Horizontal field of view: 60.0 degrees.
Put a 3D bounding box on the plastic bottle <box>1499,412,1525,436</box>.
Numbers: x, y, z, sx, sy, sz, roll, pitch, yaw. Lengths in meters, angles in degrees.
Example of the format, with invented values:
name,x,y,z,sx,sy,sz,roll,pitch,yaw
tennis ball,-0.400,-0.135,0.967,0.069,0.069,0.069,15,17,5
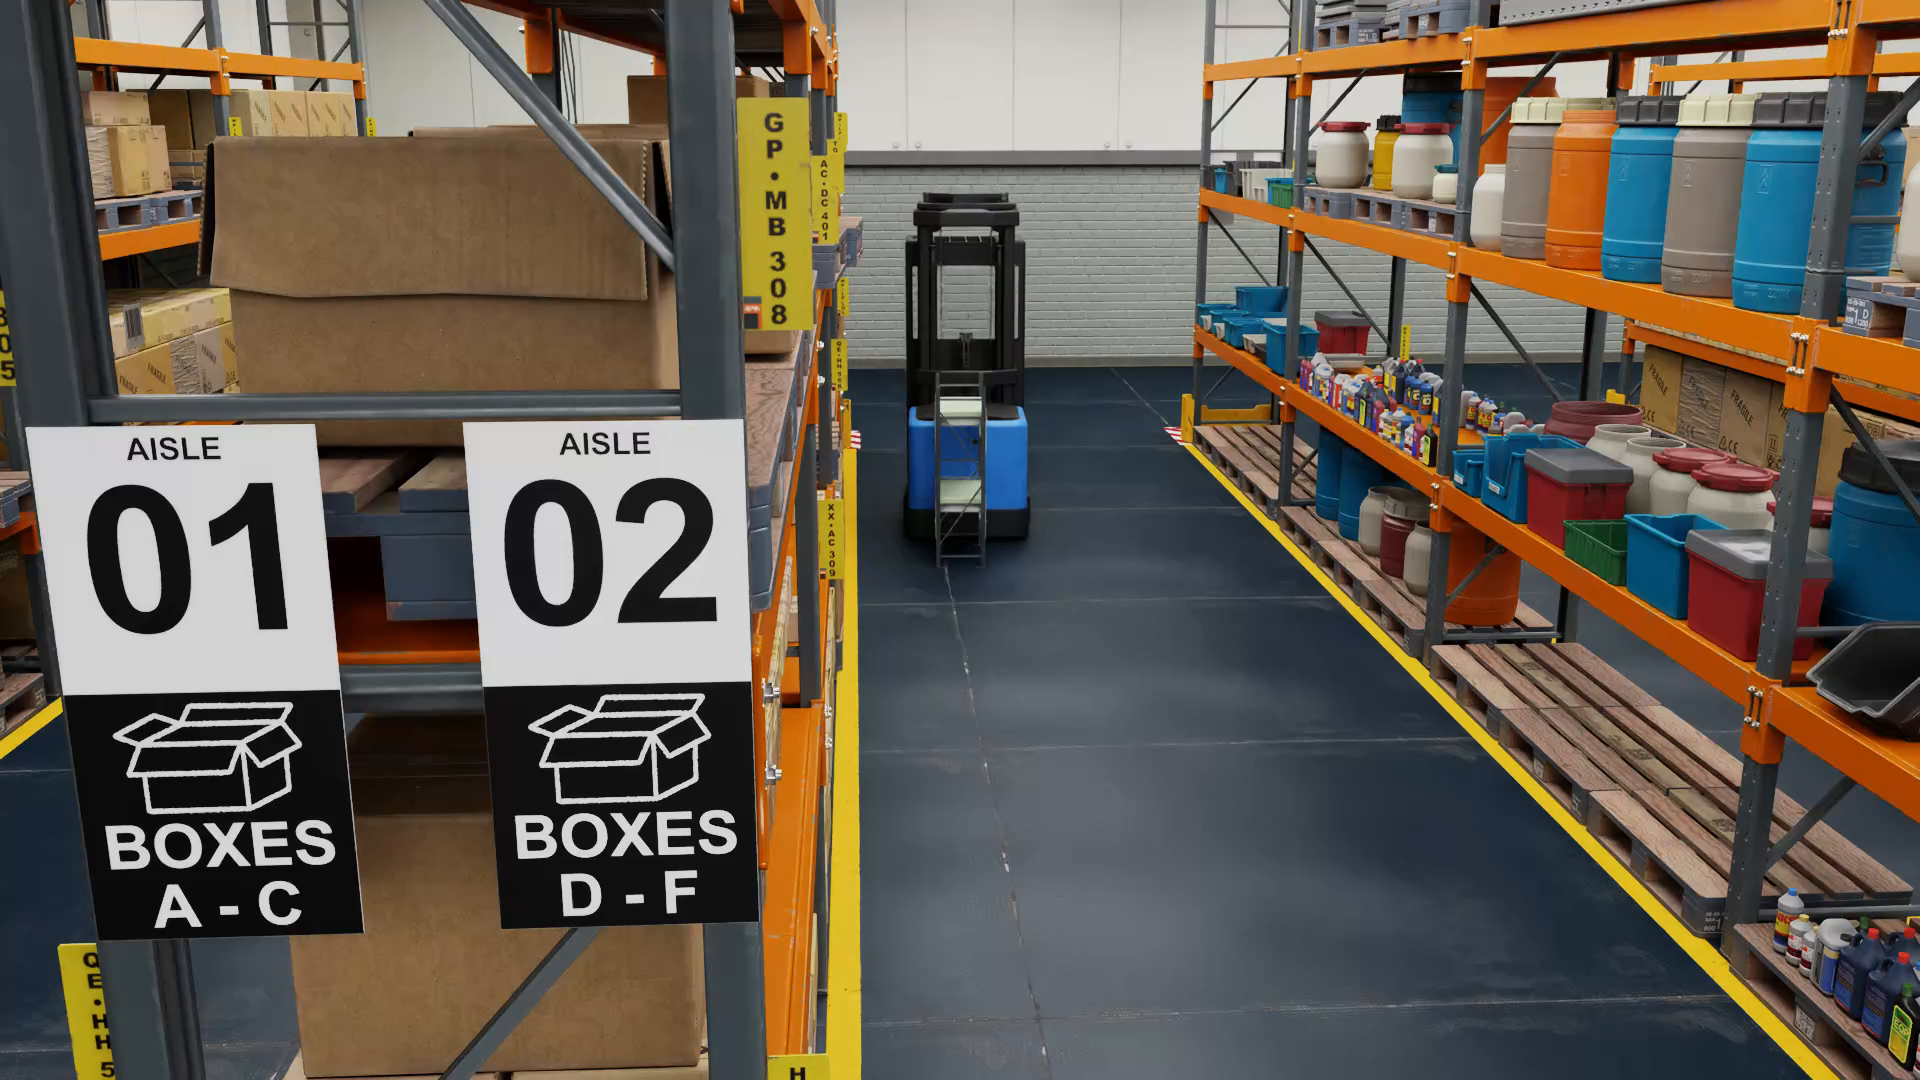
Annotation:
name,x,y,z,sx,sy,sz,roll,pitch,yaw
plastic bottle,3.899,-0.773,11.760,0.152,0.276,0.135,-1,14,-3

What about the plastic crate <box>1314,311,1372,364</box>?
name,x,y,z,sx,sy,sz,roll,pitch,yaw
plastic crate,3.579,-1.886,15.589,0.402,0.464,0.583,-1,14,-3

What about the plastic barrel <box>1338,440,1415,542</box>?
name,x,y,z,sx,sy,sz,roll,pitch,yaw
plastic barrel,3.444,-0.476,13.724,0.600,0.901,0.708,-1,14,-3

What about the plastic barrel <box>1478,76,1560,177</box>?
name,x,y,z,sx,sy,sz,roll,pitch,yaw
plastic barrel,3.600,-2.611,10.929,0.600,0.830,0.708,-1,14,-3

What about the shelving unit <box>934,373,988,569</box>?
name,x,y,z,sx,sy,sz,roll,pitch,yaw
shelving unit,0.000,-0.586,13.795,0.431,1.500,0.755,0,14,-1

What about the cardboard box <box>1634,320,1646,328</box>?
name,x,y,z,sx,sy,sz,roll,pitch,yaw
cardboard box,7.772,-2.456,18.558,0.380,0.149,0.250,-1,14,-3

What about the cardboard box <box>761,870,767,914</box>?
name,x,y,z,sx,sy,sz,roll,pitch,yaw
cardboard box,-0.931,0.910,4.769,0.700,0.500,0.500,0,14,-2

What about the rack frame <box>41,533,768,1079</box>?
name,x,y,z,sx,sy,sz,roll,pitch,yaw
rack frame,-0.817,1.460,2.833,1.000,3.000,0.127,-1,14,-3

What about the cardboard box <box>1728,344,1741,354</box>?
name,x,y,z,sx,sy,sz,roll,pitch,yaw
cardboard box,7.902,-1.945,16.572,0.380,0.149,0.250,-1,14,-4

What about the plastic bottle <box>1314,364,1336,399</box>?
name,x,y,z,sx,sy,sz,roll,pitch,yaw
plastic bottle,3.055,-1.328,13.918,0.152,0.276,0.135,-1,14,-3

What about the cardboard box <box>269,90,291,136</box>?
name,x,y,z,sx,sy,sz,roll,pitch,yaw
cardboard box,-6.306,-3.752,14.821,0.500,0.500,0.500,-1,14,-5

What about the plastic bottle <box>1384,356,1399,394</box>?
name,x,y,z,sx,sy,sz,roll,pitch,yaw
plastic bottle,3.624,-1.351,13.855,0.144,0.351,0.185,-1,14,-3

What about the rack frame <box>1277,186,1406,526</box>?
name,x,y,z,sx,sy,sz,roll,pitch,yaw
rack frame,3.384,-1.600,14.726,1.000,3.000,0.127,-1,14,-3

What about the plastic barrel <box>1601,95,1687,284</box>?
name,x,y,z,sx,sy,sz,roll,pitch,yaw
plastic barrel,3.550,-1.755,8.300,0.600,0.901,0.708,-1,14,-3

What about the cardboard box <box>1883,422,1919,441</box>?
name,x,y,z,sx,sy,sz,roll,pitch,yaw
cardboard box,8.443,-0.470,13.755,1.225,0.875,0.875,-1,14,-5

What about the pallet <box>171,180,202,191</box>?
name,x,y,z,sx,sy,sz,roll,pitch,yaw
pallet,-6.544,-3.061,14.561,1.003,0.211,1.213,-1,14,-3

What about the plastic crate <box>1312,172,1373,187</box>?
name,x,y,z,sx,sy,sz,roll,pitch,yaw
plastic crate,3.581,-3.303,15.586,0.497,0.269,0.590,-1,14,-3

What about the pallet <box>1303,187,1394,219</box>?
name,x,y,z,sx,sy,sz,roll,pitch,yaw
pallet,3.530,-2.768,13.624,1.213,0.211,1.003,-1,14,-3

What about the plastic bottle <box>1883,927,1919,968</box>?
name,x,y,z,sx,sy,sz,roll,pitch,yaw
plastic bottle,3.659,1.664,6.472,0.144,0.351,0.185,-1,14,-3

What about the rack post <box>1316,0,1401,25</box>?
name,x,y,z,sx,sy,sz,roll,pitch,yaw
rack post,3.405,-4.259,13.172,0.937,0.300,0.954,-1,14,-4

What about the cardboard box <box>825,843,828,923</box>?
name,x,y,z,sx,sy,sz,roll,pitch,yaw
cardboard box,-0.842,1.489,7.395,0.500,0.250,0.500,-1,14,-5

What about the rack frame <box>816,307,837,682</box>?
name,x,y,z,sx,sy,sz,roll,pitch,yaw
rack frame,-1.312,-0.530,10.566,1.000,3.000,0.127,-1,14,-3

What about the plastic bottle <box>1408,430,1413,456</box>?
name,x,y,z,sx,sy,sz,roll,pitch,yaw
plastic bottle,3.178,-0.690,11.586,0.097,0.201,0.097,0,14,0

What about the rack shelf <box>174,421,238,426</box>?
name,x,y,z,sx,sy,sz,roll,pitch,yaw
rack shelf,-6.380,-0.602,12.288,1.077,0.370,4.000,-1,14,-3

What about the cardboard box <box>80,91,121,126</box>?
name,x,y,z,sx,sy,sz,roll,pitch,yaw
cardboard box,-6.531,-3.167,12.206,0.500,0.250,0.500,-1,14,-5

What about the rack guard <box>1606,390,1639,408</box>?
name,x,y,z,sx,sy,sz,roll,pitch,yaw
rack guard,8.078,-1.467,19.224,1.175,0.500,0.348,-1,14,-3

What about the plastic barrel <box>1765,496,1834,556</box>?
name,x,y,z,sx,sy,sz,roll,pitch,yaw
plastic barrel,4.039,0.082,7.914,0.433,0.535,0.433,0,14,0

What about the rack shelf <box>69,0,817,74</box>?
name,x,y,z,sx,sy,sz,roll,pitch,yaw
rack shelf,-0.941,-1.401,4.159,1.077,0.370,4.000,-1,14,-3

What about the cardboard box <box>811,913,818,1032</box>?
name,x,y,z,sx,sy,sz,roll,pitch,yaw
cardboard box,-0.818,1.705,6.555,0.500,0.250,0.500,-1,14,-3

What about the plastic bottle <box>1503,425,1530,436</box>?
name,x,y,z,sx,sy,sz,roll,pitch,yaw
plastic bottle,3.776,-0.656,11.304,0.152,0.276,0.135,-1,14,-3

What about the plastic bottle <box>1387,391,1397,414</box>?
name,x,y,z,sx,sy,sz,roll,pitch,yaw
plastic bottle,3.243,-0.975,12.532,0.061,0.283,0.133,-1,14,-3

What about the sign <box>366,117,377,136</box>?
name,x,y,z,sx,sy,sz,roll,pitch,yaw
sign,-6.209,-4.290,17.543,0.100,0.325,0.005,-1,14,-3

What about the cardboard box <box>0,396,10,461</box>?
name,x,y,z,sx,sy,sz,roll,pitch,yaw
cardboard box,-6.031,-0.779,10.698,0.500,0.500,0.500,0,14,-2

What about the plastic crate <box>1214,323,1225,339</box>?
name,x,y,z,sx,sy,sz,roll,pitch,yaw
plastic crate,2.802,-2.180,17.389,0.250,0.136,0.298,-1,14,-3

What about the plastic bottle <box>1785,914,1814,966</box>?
name,x,y,z,sx,sy,sz,roll,pitch,yaw
plastic bottle,3.468,1.643,6.855,0.097,0.201,0.097,0,14,0

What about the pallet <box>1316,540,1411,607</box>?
name,x,y,z,sx,sy,sz,roll,pitch,yaw
pallet,3.469,0.247,13.143,1.003,0.211,1.213,-1,14,-3

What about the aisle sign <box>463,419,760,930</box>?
name,x,y,z,sx,sy,sz,roll,pitch,yaw
aisle sign,-0.507,0.212,2.464,0.394,0.787,0.004,-1,14,-3

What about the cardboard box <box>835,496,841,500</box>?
name,x,y,z,sx,sy,sz,roll,pitch,yaw
cardboard box,-1.157,-0.035,12.775,0.500,0.500,0.500,-1,14,-5

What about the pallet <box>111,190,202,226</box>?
name,x,y,z,sx,sy,sz,roll,pitch,yaw
pallet,-6.398,-2.580,12.899,0.805,0.209,1.217,-1,15,-6

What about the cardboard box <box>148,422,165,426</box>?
name,x,y,z,sx,sy,sz,roll,pitch,yaw
cardboard box,-6.161,-0.873,12.363,0.380,0.149,0.250,0,14,-2

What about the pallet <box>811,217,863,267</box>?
name,x,y,z,sx,sy,sz,roll,pitch,yaw
pallet,-1.181,-1.724,9.565,1.213,0.211,1.003,0,14,-1

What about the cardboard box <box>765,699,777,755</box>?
name,x,y,z,sx,sy,sz,roll,pitch,yaw
cardboard box,-0.737,0.548,4.873,0.380,0.149,0.250,0,14,-2

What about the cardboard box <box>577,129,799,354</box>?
name,x,y,z,sx,sy,sz,roll,pitch,yaw
cardboard box,-0.647,-0.730,3.999,0.500,0.500,0.500,-1,14,-3

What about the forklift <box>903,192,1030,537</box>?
name,x,y,z,sx,sy,sz,roll,pitch,yaw
forklift,0.044,-1.756,15.469,1.130,2.935,3.031,0,14,-1

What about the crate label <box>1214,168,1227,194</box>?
name,x,y,z,sx,sy,sz,roll,pitch,yaw
crate label,2.871,-3.741,17.326,0.408,0.251,0.502,-1,14,-3

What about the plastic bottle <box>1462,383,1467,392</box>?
name,x,y,z,sx,sy,sz,roll,pitch,yaw
plastic bottle,3.836,-1.079,12.799,0.144,0.351,0.185,-1,14,-3

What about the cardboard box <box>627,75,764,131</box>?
name,x,y,z,sx,sy,sz,roll,pitch,yaw
cardboard box,-1.063,-1.636,6.798,0.500,0.500,0.500,-1,14,-3

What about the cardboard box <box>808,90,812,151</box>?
name,x,y,z,sx,sy,sz,roll,pitch,yaw
cardboard box,-1.628,-3.630,14.390,0.700,0.500,0.500,-1,14,-3

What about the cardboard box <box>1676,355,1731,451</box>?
name,x,y,z,sx,sy,sz,roll,pitch,yaw
cardboard box,8.255,-1.462,17.609,0.875,0.875,0.875,-1,14,-3

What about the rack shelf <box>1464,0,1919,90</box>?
name,x,y,z,sx,sy,sz,roll,pitch,yaw
rack shelf,3.756,-2.471,8.319,1.077,0.370,4.000,-1,14,-3

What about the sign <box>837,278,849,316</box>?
name,x,y,z,sx,sy,sz,roll,pitch,yaw
sign,-1.006,-2.095,14.325,0.100,0.325,0.005,-1,14,-3
